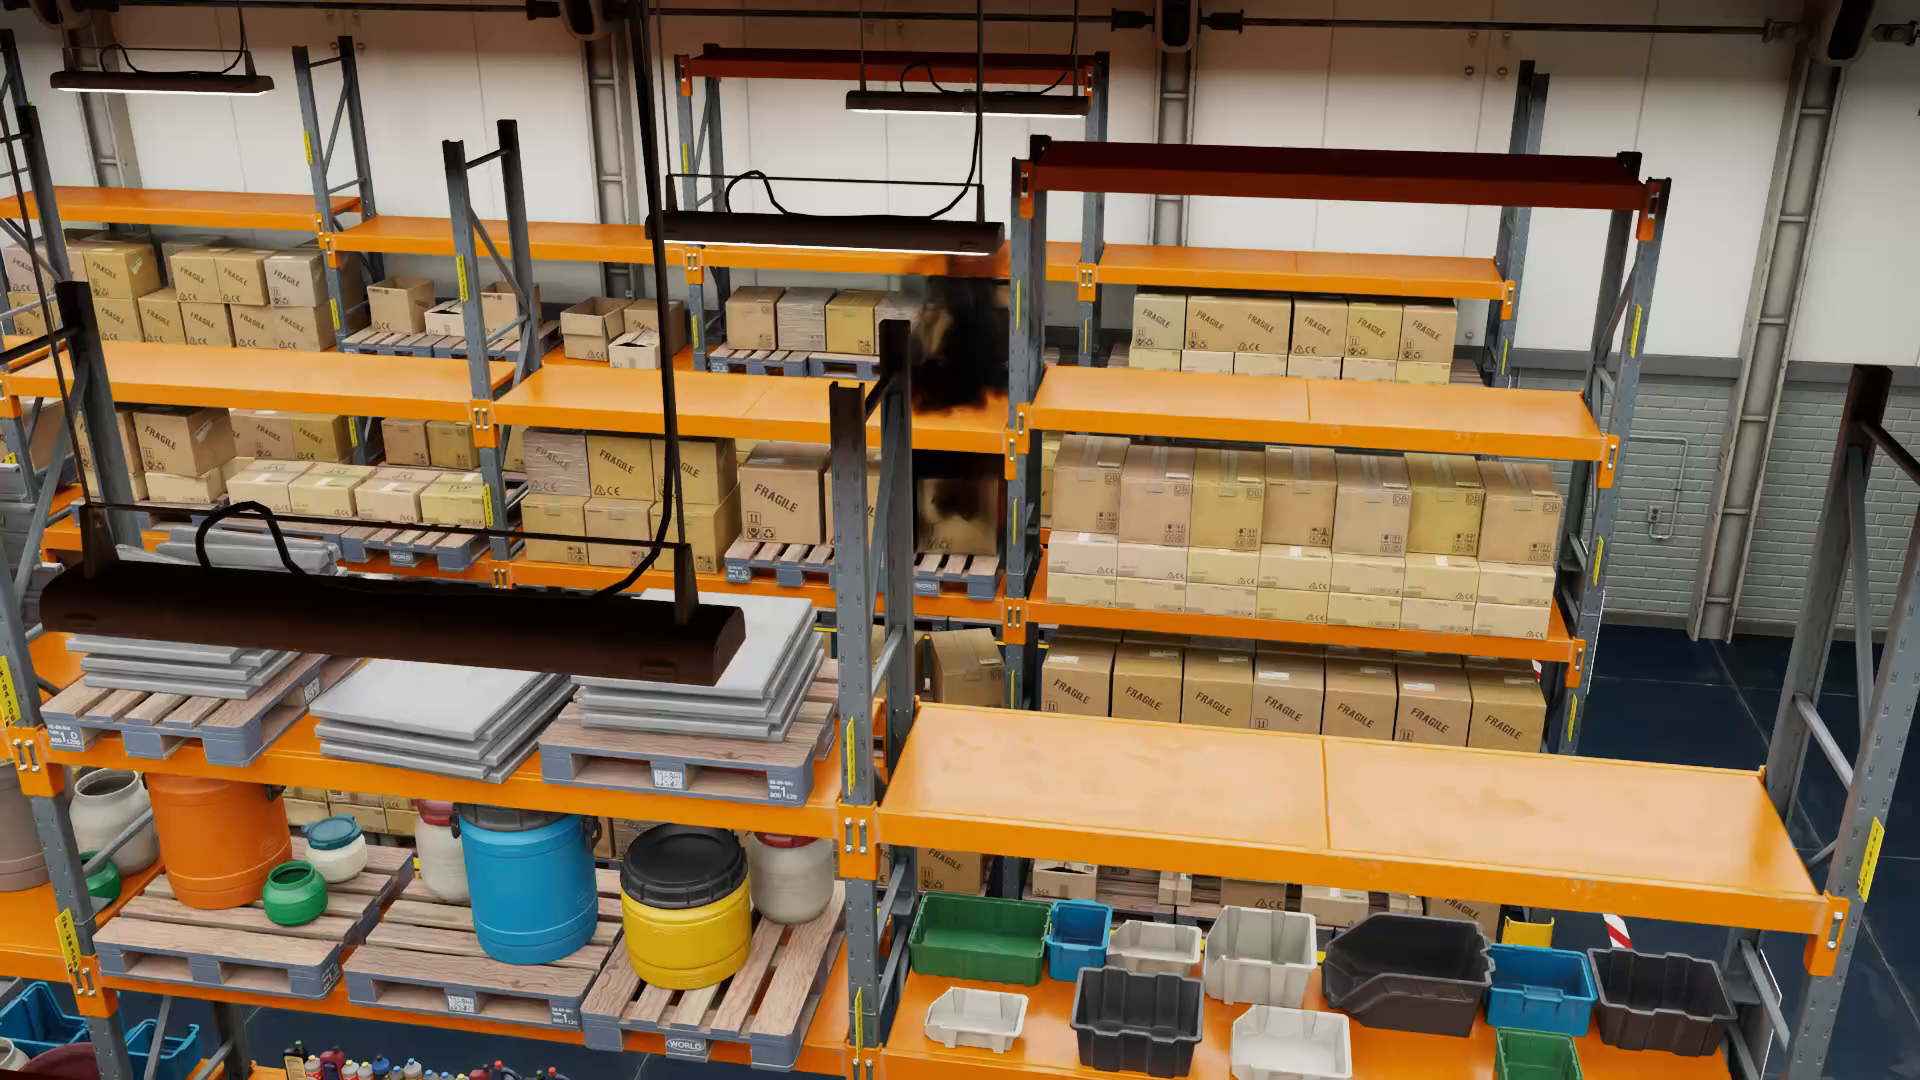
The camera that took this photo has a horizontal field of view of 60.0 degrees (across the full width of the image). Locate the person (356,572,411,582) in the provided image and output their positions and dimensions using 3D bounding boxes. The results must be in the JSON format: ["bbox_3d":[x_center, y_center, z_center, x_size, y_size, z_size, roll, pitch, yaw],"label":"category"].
[{"bbox_3d":[-5.695,0.786,16.339,0.885,1.686,0.596,1,23,3],"label":"person"}]
